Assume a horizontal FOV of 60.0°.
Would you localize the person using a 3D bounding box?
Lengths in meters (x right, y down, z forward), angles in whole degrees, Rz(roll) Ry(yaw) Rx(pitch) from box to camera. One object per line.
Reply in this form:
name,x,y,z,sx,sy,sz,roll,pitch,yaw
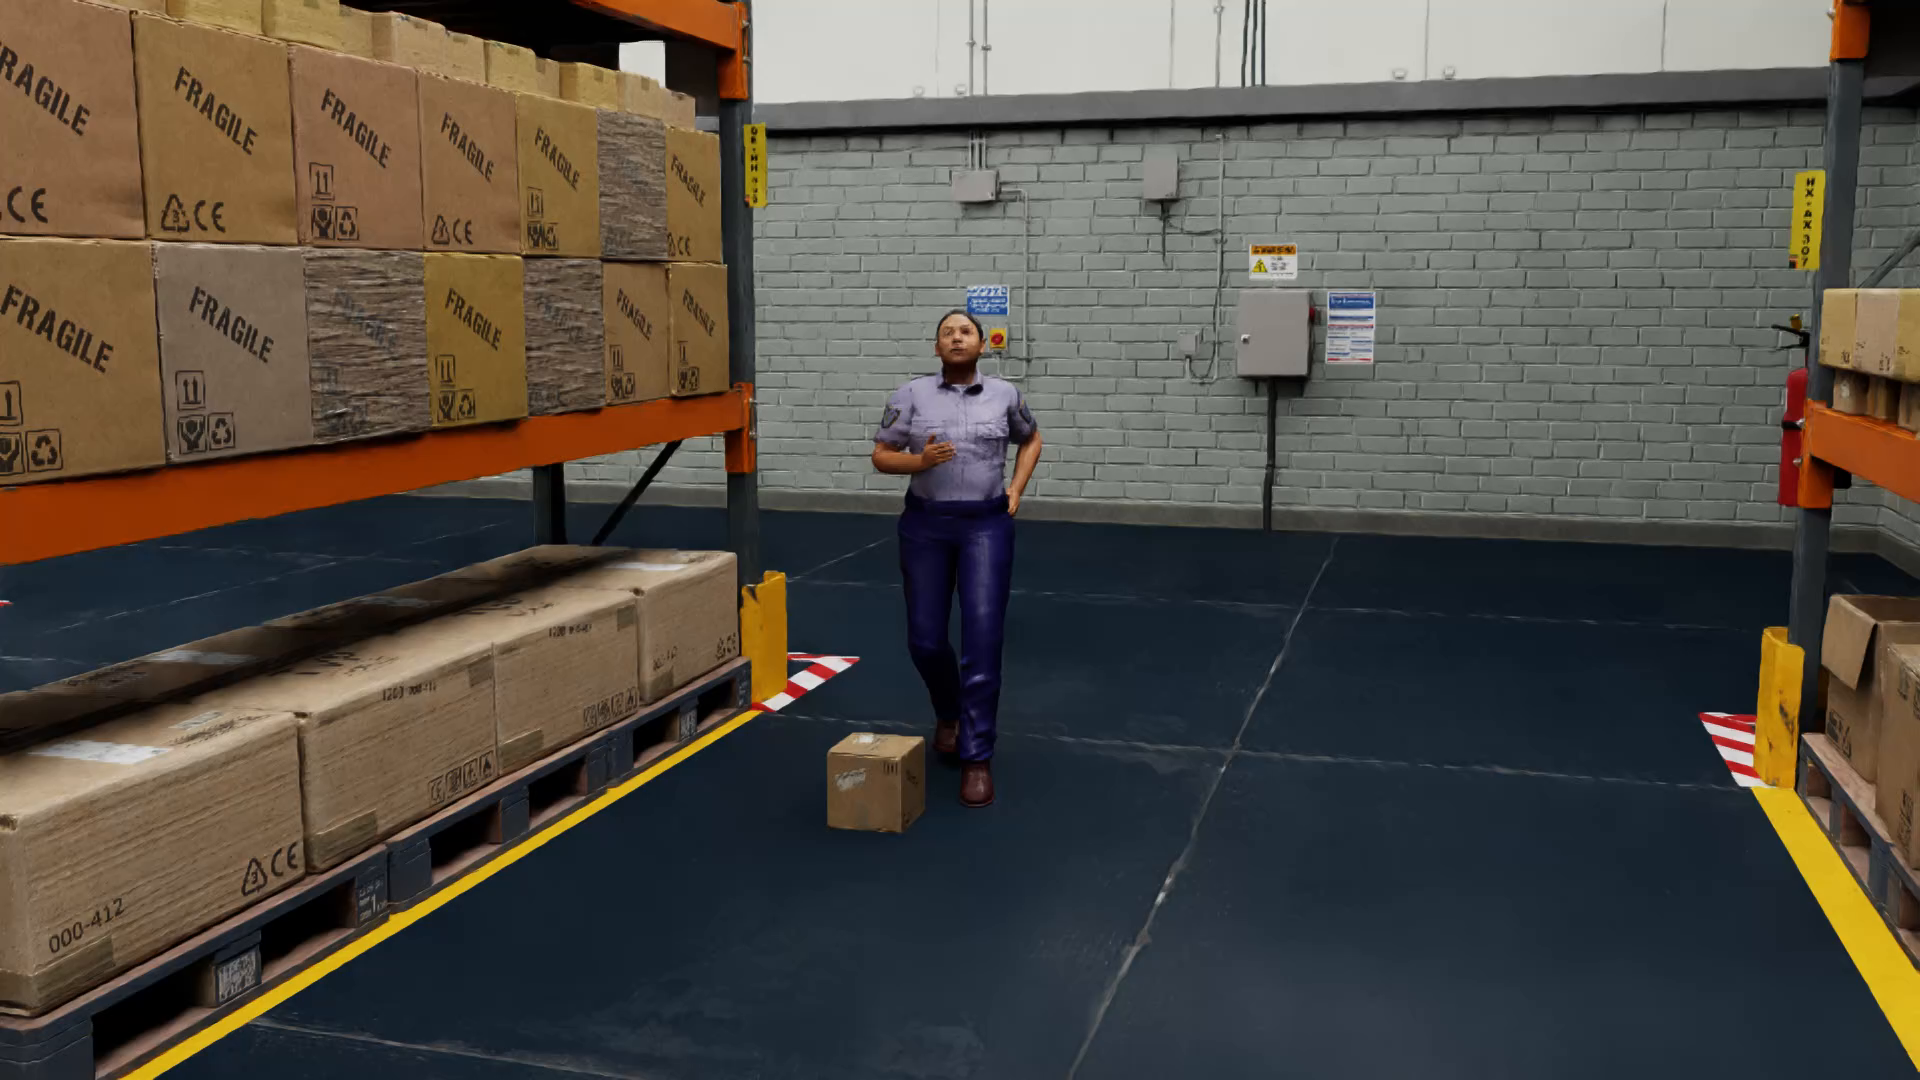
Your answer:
person,-0.030,0.029,5.777,0.579,1.630,0.785,1,9,7
